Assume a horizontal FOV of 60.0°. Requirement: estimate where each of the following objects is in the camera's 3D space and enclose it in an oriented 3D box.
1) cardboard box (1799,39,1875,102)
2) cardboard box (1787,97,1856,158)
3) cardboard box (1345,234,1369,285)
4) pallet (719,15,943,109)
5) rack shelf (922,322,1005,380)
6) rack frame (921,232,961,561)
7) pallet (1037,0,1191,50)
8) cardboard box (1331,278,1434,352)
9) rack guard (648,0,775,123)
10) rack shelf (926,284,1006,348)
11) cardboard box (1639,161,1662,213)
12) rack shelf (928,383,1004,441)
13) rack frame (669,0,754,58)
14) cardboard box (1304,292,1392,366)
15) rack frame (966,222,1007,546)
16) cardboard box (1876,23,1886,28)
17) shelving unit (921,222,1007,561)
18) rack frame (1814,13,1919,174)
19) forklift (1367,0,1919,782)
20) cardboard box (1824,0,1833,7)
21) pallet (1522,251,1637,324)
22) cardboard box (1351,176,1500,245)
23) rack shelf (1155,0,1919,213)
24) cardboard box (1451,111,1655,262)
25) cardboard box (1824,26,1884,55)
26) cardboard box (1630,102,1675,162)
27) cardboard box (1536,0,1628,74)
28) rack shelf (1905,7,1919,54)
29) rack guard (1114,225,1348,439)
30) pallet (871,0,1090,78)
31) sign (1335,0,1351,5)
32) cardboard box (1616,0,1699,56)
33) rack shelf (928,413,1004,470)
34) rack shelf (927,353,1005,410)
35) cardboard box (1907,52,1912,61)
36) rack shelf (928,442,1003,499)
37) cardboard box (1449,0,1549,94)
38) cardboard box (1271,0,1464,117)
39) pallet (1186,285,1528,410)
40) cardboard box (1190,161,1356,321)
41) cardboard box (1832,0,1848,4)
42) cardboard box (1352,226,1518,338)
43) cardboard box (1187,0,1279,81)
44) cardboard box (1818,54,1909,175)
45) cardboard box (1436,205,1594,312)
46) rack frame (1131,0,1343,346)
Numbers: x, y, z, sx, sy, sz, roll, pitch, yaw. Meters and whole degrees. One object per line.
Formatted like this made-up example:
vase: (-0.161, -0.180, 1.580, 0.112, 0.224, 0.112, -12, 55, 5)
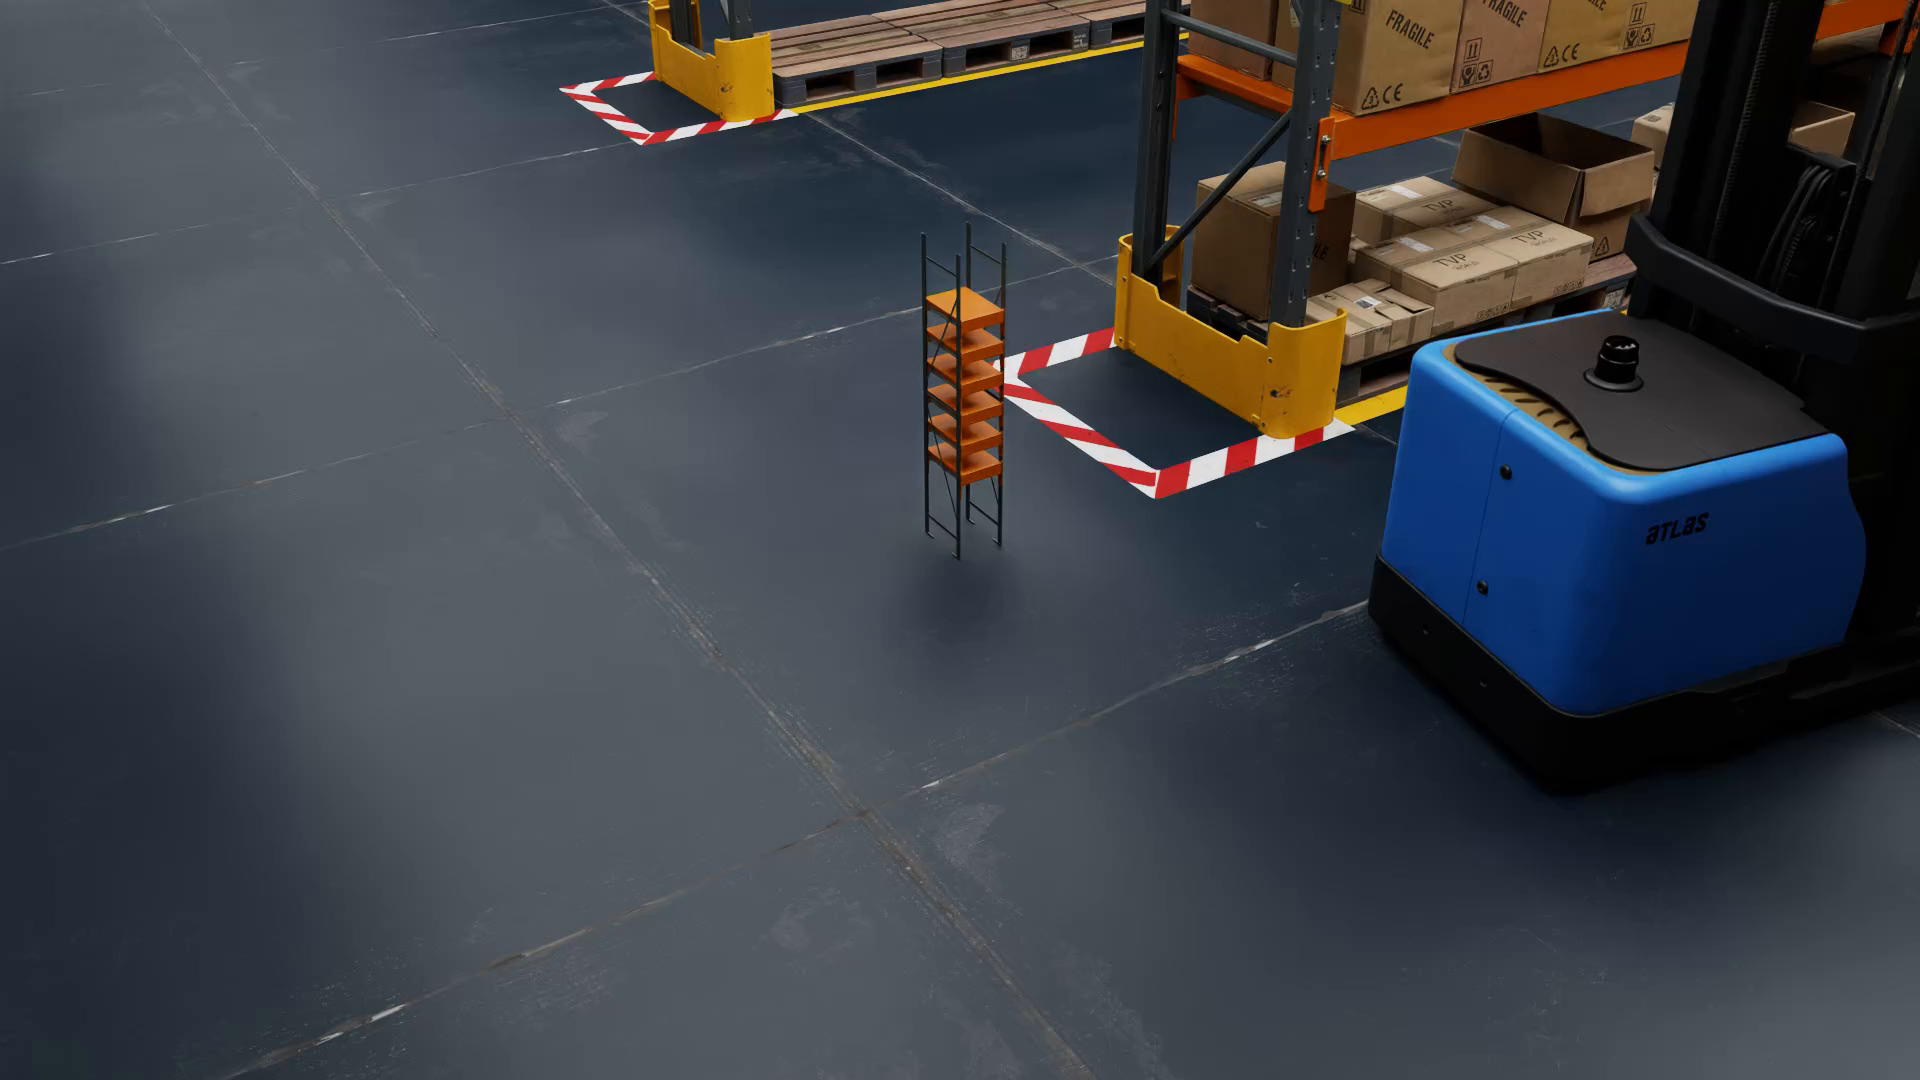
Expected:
cardboard box: (4.706, -2.519, 9.363, 0.500, 0.500, 0.500, -19, 37, -28)
cardboard box: (4.121, -1.956, 8.470, 0.500, 0.500, 0.500, -19, 37, -27)
cardboard box: (1.797, -1.295, 7.735, 0.250, 0.166, 0.380, -19, 37, -27)
pallet: (-0.882, -3.227, 11.168, 1.213, 0.211, 1.003, -19, 37, -27)
rack shelf: (0.012, -0.677, 5.832, 0.180, 0.103, 0.258, -19, 37, -27)
rack frame: (-0.065, -0.485, 5.895, 0.006, 1.200, 0.240, -19, 37, -27)
pallet: (1.169, -3.932, 12.286, 1.213, 0.211, 1.003, -19, 37, -27)
cardboard box: (1.832, -0.990, 7.251, 0.250, 0.166, 0.380, -19, 37, -27)
rack guard: (-1.610, -3.115, 10.720, 0.348, 0.500, 1.175, -19, 37, -27)
rack shelf: (0.012, -0.779, 5.768, 0.180, 0.103, 0.258, -19, 37, -27)
cardboard box: (3.491, -1.659, 8.177, 0.500, 0.311, 0.500, -19, 37, -27)
rack shelf: (0.012, -0.474, 5.960, 0.180, 0.103, 0.258, -19, 37, -27)
rack frame: (-1.596, -4.185, 10.073, 0.127, 3.000, 1.000, -19, 37, -27)
cardboard box: (1.622, -0.910, 7.141, 0.250, 0.149, 0.380, -19, 37, -27)
rack frame: (0.089, -0.538, 5.978, 0.006, 1.200, 0.240, -19, 37, -27)
cardboard box: (5.547, -2.803, 9.813, 0.500, 0.500, 0.500, -18, 37, -27)
shelving unit: (0.012, -0.512, 5.937, 0.189, 1.200, 0.258, -19, 37, -27)
rack frame: (4.446, -3.119, 8.383, 0.127, 3.000, 1.000, -19, 37, -27)
forklift: (2.971, -1.005, 5.097, 3.031, 2.935, 1.130, -12, 34, -19)
cardboard box: (3.733, -2.752, 7.708, 0.500, 0.500, 0.500, -18, 36, -26)
pallet: (2.842, -1.387, 8.251, 1.213, 0.211, 1.003, -19, 37, -27)
cardboard box: (2.222, -1.515, 8.005, 0.500, 0.250, 0.500, -19, 37, -27)
rack shelf: (2.765, -2.237, 7.659, 4.000, 0.370, 1.077, -19, 37, -27)
cardboard box: (2.870, -1.704, 8.067, 0.637, 0.503, 0.797, -19, 37, -27)
cardboard box: (5.126, -2.658, 9.583, 0.500, 0.500, 0.500, -19, 37, -27)
cardboard box: (3.976, -2.144, 8.945, 0.500, 0.311, 0.500, -19, 37, -27)
cardboard box: (2.454, -2.311, 7.008, 0.500, 0.500, 0.500, -19, 37, -27)
rack shelf: (6.127, -3.393, 9.492, 4.000, 0.370, 1.077, -19, 37, -27)
rack guard: (1.148, -0.928, 7.252, 0.348, 0.500, 1.175, -19, 37, -27)
pallet: (0.142, -3.577, 11.723, 1.213, 0.211, 1.003, -19, 37, -27)
sign: (1.378, -2.086, 5.934, 0.005, 0.325, 0.100, -19, 37, -27)
cardboard box: (2.875, -2.454, 7.236, 0.500, 0.500, 0.500, -18, 37, -27)
rack shelf: (0.012, -0.373, 6.024, 0.180, 0.103, 0.258, -19, 37, -27)
rack shelf: (0.012, -0.576, 5.896, 0.180, 0.103, 0.258, -19, 37, -27)
cardboard box: (5.427, -2.438, 9.234, 0.500, 0.500, 0.500, -18, 37, -27)
rack shelf: (0.012, -0.271, 6.088, 0.180, 0.103, 0.258, -19, 37, -27)
cardboard box: (2.031, -2.167, 6.780, 0.500, 0.500, 0.500, -19, 37, -28)
cardboard box: (1.600, -2.015, 6.540, 0.500, 0.500, 0.500, -18, 37, -26)
pallet: (1.818, -1.036, 7.695, 1.213, 0.211, 1.003, -19, 37, -27)
cardboard box: (1.408, -1.359, 7.524, 0.500, 0.500, 0.500, -19, 37, -27)
cardboard box: (4.165, -2.902, 7.945, 0.500, 0.500, 0.500, -18, 37, -27)
cardboard box: (2.115, -1.161, 7.443, 0.500, 0.250, 0.500, -19, 37, -27)
cardboard box: (1.313, -2.257, 6.922, 0.500, 0.500, 0.500, -18, 36, -26)
cardboard box: (4.985, -2.279, 8.981, 0.500, 0.500, 0.500, -21, 38, -29)
cardboard box: (2.535, -1.305, 7.672, 0.500, 0.250, 0.500, -19, 37, -27)
rack frame: (1.084, -1.963, 6.550, 0.127, 3.000, 1.000, -19, 37, -27)
